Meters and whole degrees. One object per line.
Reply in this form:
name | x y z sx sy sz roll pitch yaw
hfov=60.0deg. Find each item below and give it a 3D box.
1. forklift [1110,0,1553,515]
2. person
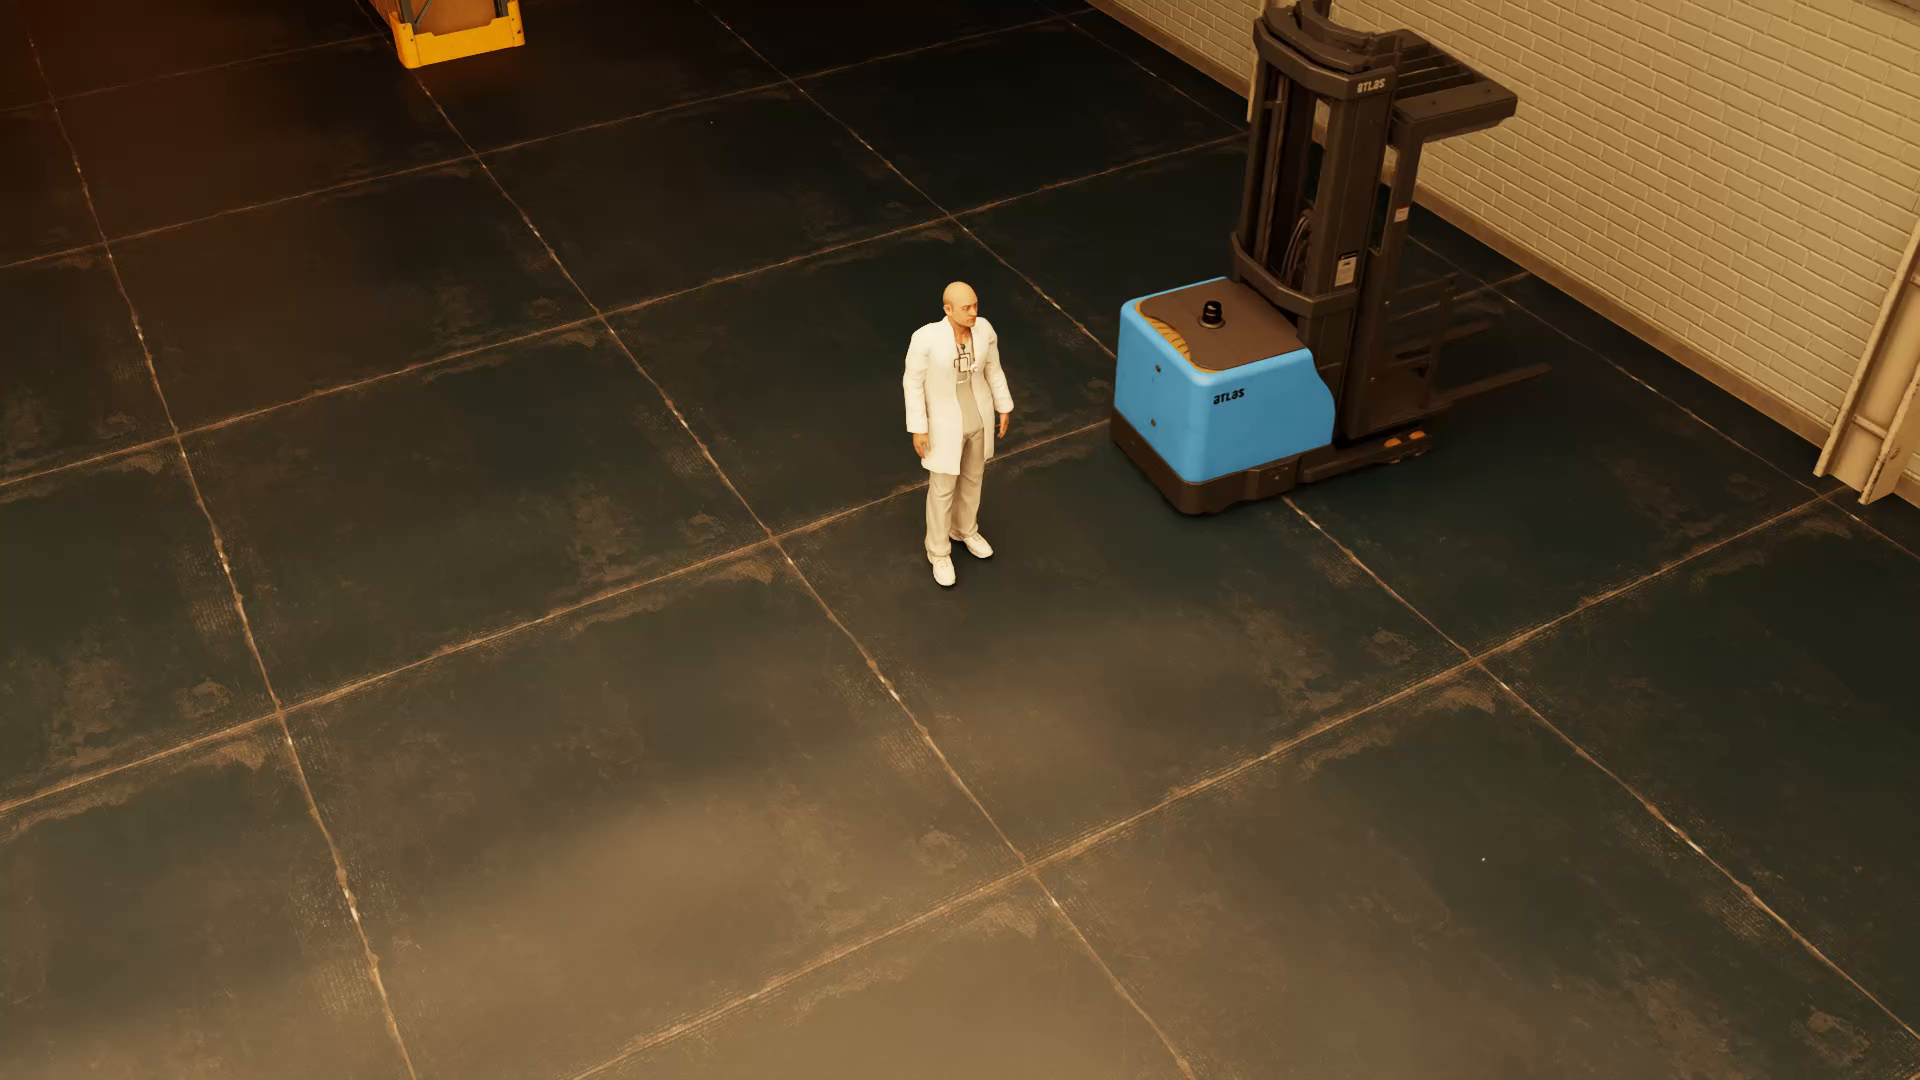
forklift | 2.556 -1.921 10.352 3.031 2.935 1.130 -17 42 -19
person | 0.042 -0.638 9.698 0.698 1.776 0.580 -20 44 -23
